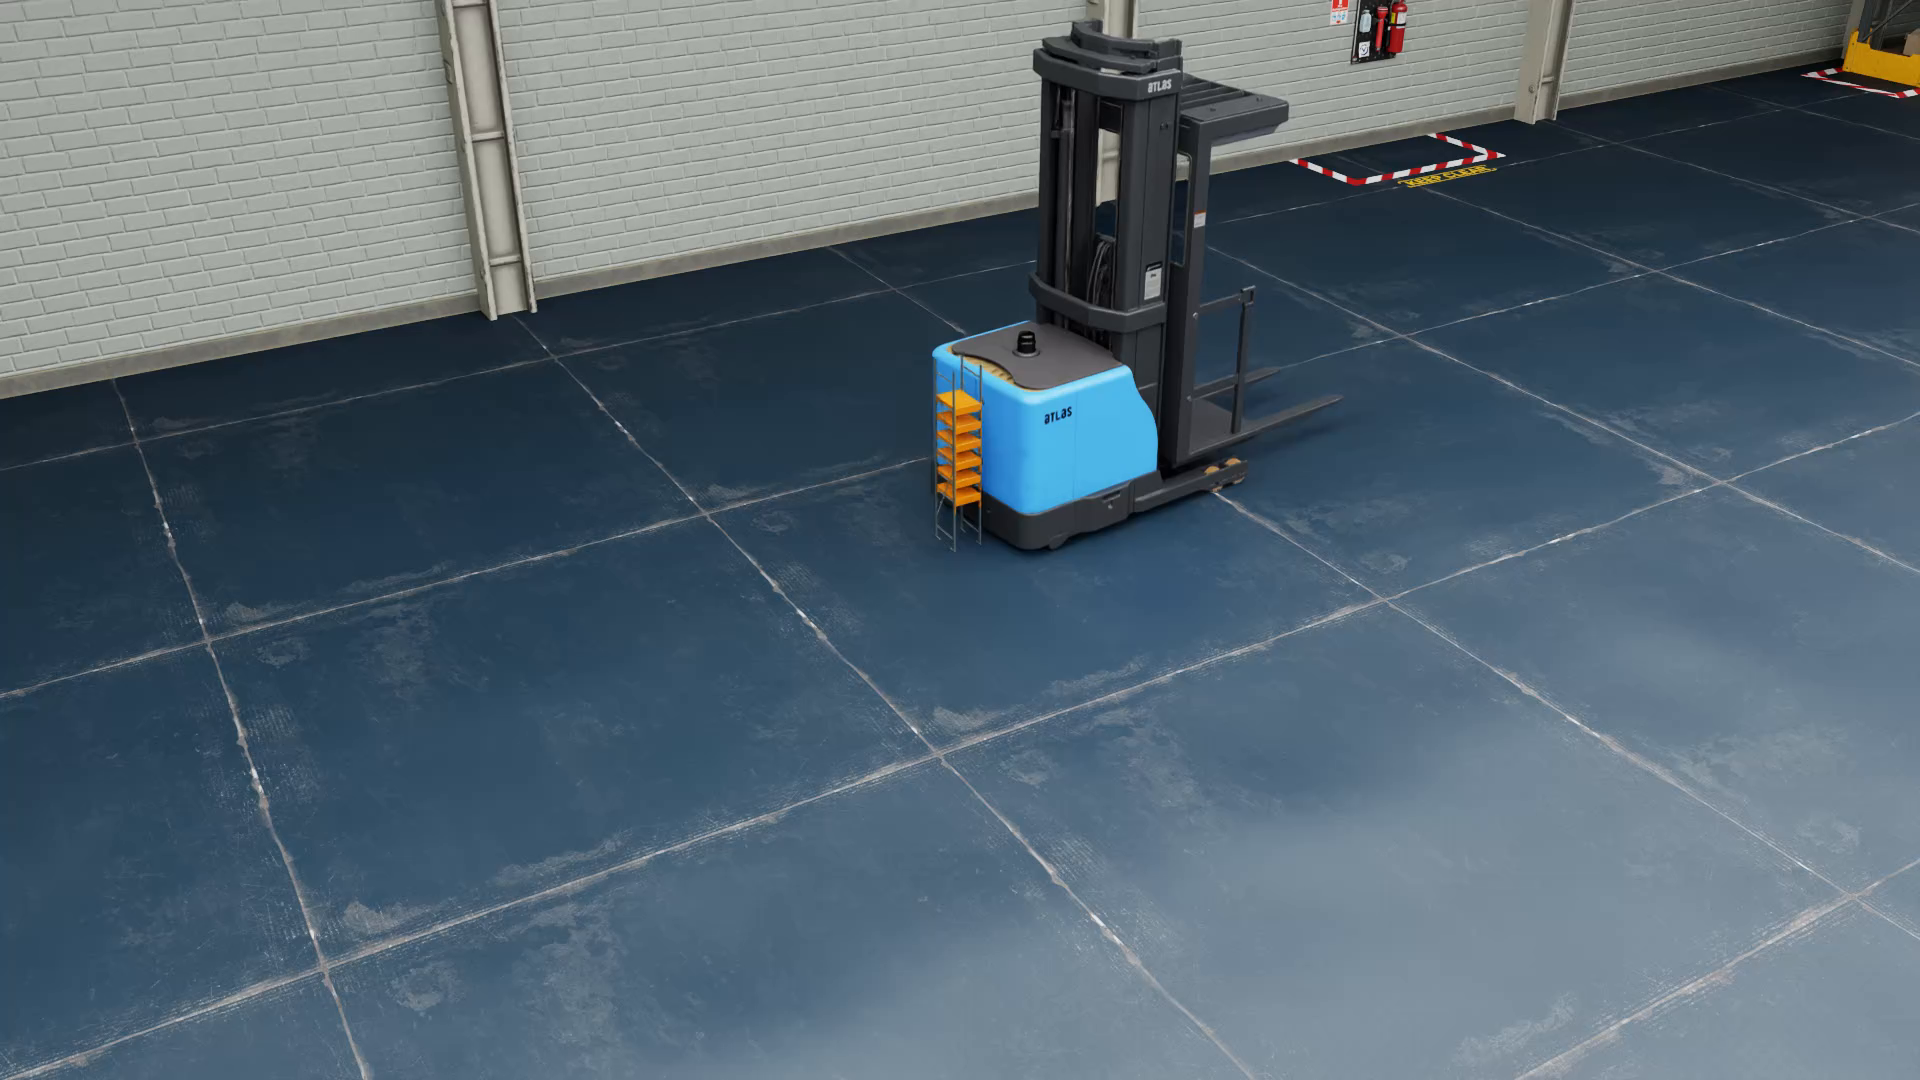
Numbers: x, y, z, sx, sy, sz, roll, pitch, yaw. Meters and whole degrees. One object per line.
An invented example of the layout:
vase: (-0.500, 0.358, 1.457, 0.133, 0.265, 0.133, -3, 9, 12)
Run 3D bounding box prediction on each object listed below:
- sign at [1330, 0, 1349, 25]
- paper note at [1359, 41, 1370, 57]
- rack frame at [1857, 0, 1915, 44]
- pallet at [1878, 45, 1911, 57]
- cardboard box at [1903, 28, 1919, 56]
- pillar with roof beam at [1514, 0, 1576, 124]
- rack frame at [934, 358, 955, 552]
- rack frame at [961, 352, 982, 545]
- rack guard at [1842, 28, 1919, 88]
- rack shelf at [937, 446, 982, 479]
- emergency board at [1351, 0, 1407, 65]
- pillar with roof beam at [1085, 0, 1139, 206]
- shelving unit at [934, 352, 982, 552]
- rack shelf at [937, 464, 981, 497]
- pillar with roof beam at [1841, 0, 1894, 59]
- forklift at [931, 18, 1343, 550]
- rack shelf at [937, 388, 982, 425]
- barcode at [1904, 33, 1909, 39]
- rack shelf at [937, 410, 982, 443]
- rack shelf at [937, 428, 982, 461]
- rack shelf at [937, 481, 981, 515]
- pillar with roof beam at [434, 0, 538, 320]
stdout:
sign: (3.921, -5.493, 17.160, 0.234, 0.329, 0.001, -16, 33, -26)
paper note: (4.262, -5.169, 17.523, 0.142, 0.148, 0.016, -16, 33, -26)
rack frame: (11.607, -7.096, 20.101, 0.127, 3.000, 1.000, -16, 33, -26)
pallet: (12.391, -6.078, 21.143, 1.213, 0.211, 1.003, -16, 33, -26)
cardboard box: (12.249, -6.243, 20.884, 0.500, 0.311, 0.500, -20, 35, -32)
pillar with roof beam: (8.780, -6.992, 13.704, 0.400, 9.000, 9.100, -16, 33, -26)
rack frame: (-0.091, -0.499, 10.011, 0.006, 1.200, 0.240, -16, 33, -26)
rack frame: (0.066, -0.544, 10.092, 0.006, 1.200, 0.240, -16, 33, -26)
rack guard: (11.673, -6.020, 20.739, 0.348, 0.500, 1.175, -16, 33, -26)
rack shelf: (-0.012, -0.483, 10.073, 0.180, 0.103, 0.258, -16, 33, -26)
emergency board: (4.450, -5.570, 17.336, 0.643, 1.169, 0.194, -16, 33, -26)
pillar with roof beam: (3.607, -5.523, 11.043, 0.400, 9.000, 9.100, -16, 33, -26)
shelving unit: (-0.012, -0.522, 10.052, 0.189, 1.200, 0.258, -16, 33, -26)
rack shelf: (-0.012, -0.378, 10.131, 0.180, 0.103, 0.258, -16, 33, -26)
pillar with roof beam: (13.953, -8.461, 16.366, 0.400, 9.000, 9.100, -16, 33, -26)
forklift: (1.293, -1.783, 10.545, 3.031, 2.935, 1.130, -20, 35, -32)
rack shelf: (-0.012, -0.798, 9.899, 0.180, 0.103, 0.258, -16, 33, -26)
barcode: (12.062, -6.418, 21.192, 0.075, 0.075, 0.001, -16, 33, -26)
rack shelf: (-0.012, -0.693, 9.957, 0.180, 0.103, 0.258, -16, 33, -26)
rack shelf: (-0.012, -0.588, 10.015, 0.180, 0.103, 0.258, -16, 33, -26)
rack shelf: (-0.012, -0.273, 10.189, 0.180, 0.103, 0.258, -16, 33, -26)
pillar with roof beam: (-1.566, -4.055, 8.382, 0.400, 9.000, 9.100, -16, 33, -26)
